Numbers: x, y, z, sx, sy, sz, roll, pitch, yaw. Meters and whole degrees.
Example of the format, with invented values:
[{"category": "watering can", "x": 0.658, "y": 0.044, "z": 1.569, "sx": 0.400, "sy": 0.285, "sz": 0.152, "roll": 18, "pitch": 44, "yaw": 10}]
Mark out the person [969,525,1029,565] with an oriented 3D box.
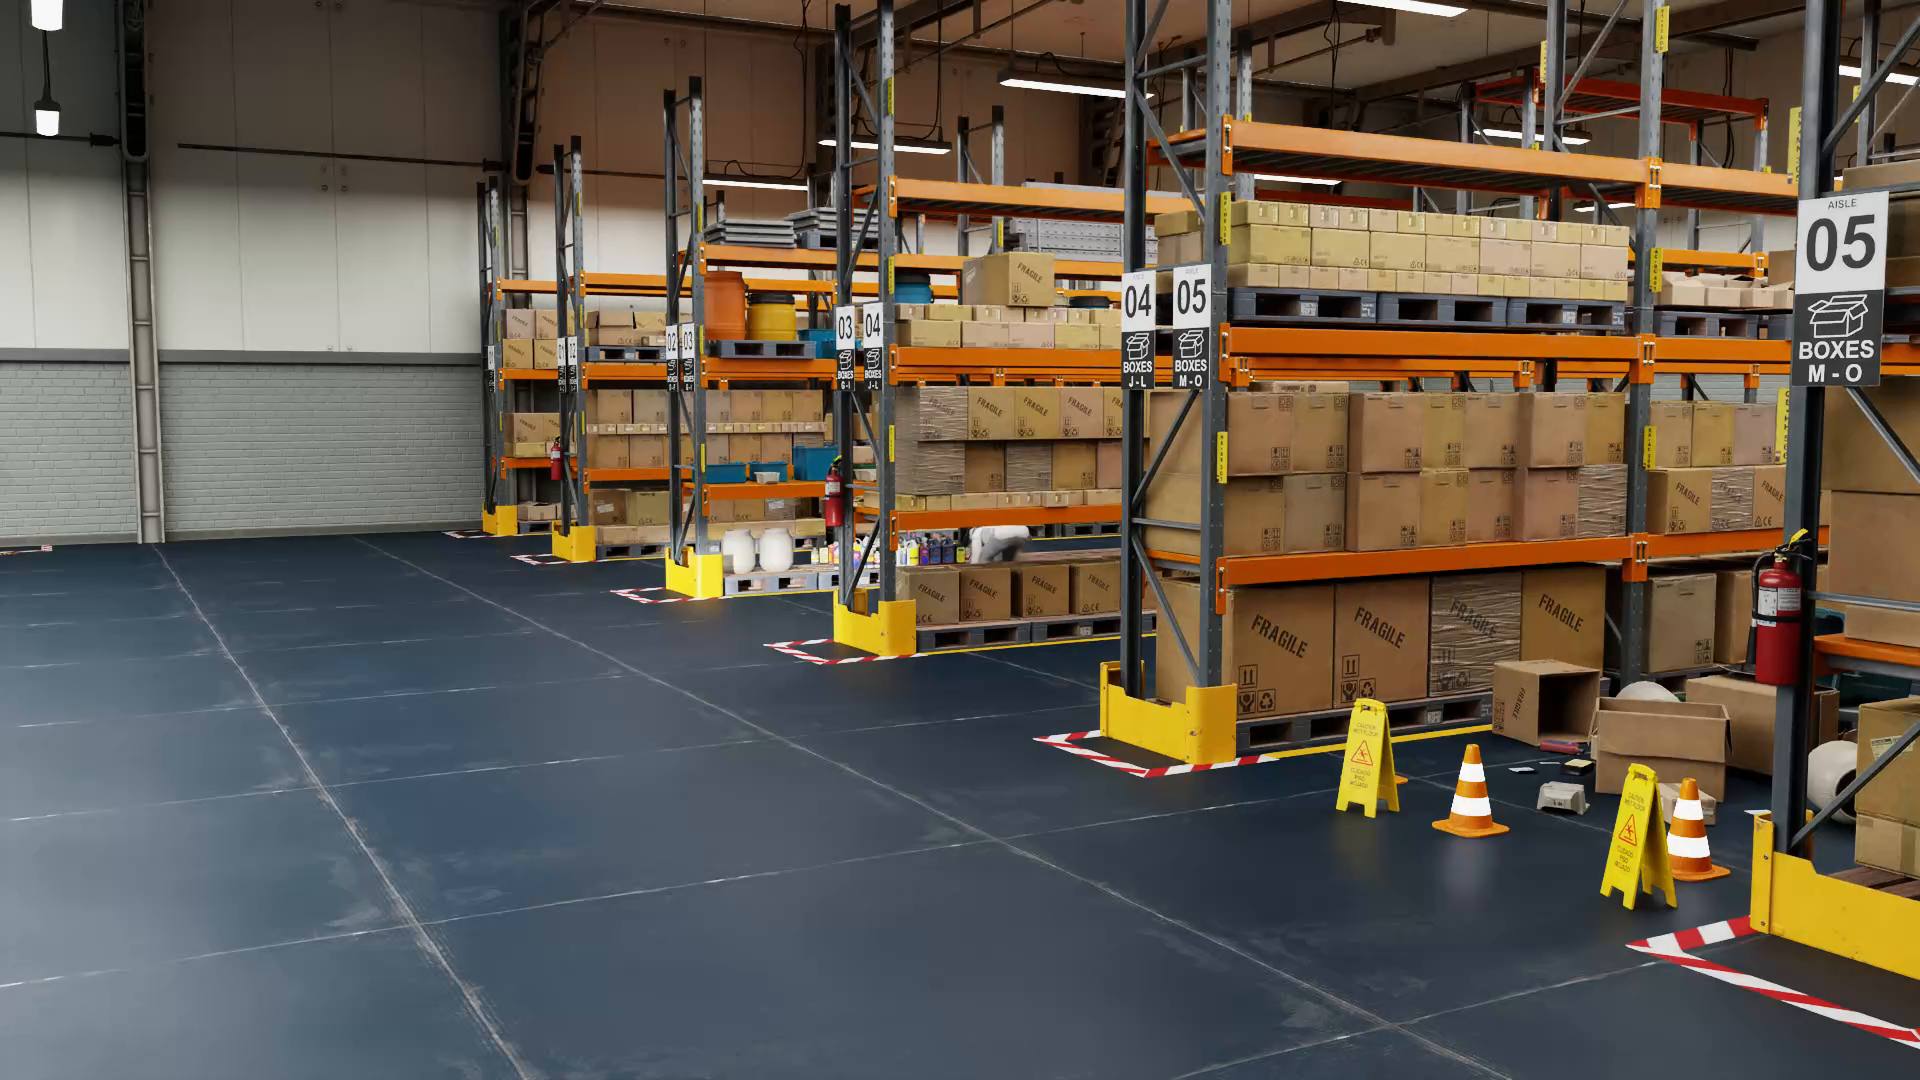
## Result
[{"category": "person", "x": 0.410, "y": 0.181, "z": 19.621, "sx": 0.501, "sy": 0.967, "sz": 0.973, "roll": -3, "pitch": 6, "yaw": -31}]
